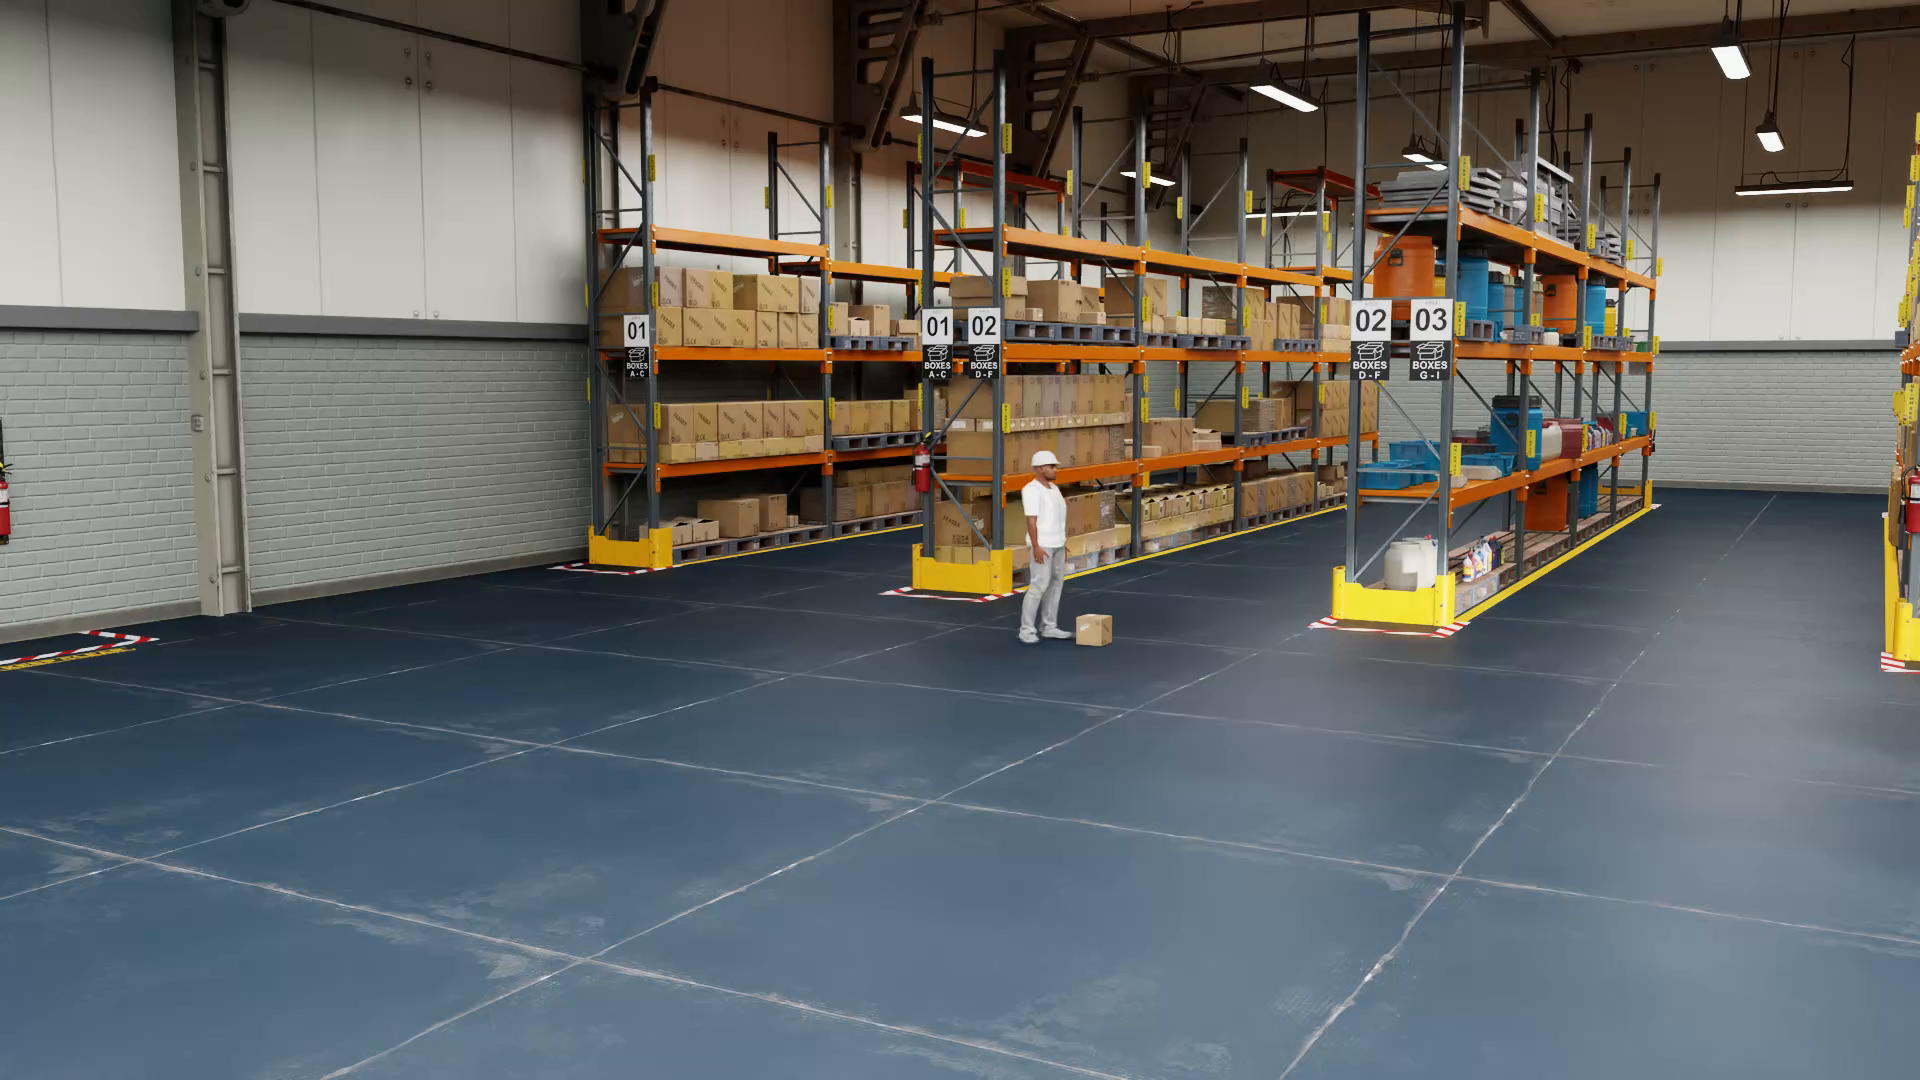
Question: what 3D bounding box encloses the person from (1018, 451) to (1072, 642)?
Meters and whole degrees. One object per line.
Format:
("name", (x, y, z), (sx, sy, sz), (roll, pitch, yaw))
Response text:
("person", (0.820, 0.081, 15.524), (0.408, 1.819, 0.568), (3, 7, 30))
